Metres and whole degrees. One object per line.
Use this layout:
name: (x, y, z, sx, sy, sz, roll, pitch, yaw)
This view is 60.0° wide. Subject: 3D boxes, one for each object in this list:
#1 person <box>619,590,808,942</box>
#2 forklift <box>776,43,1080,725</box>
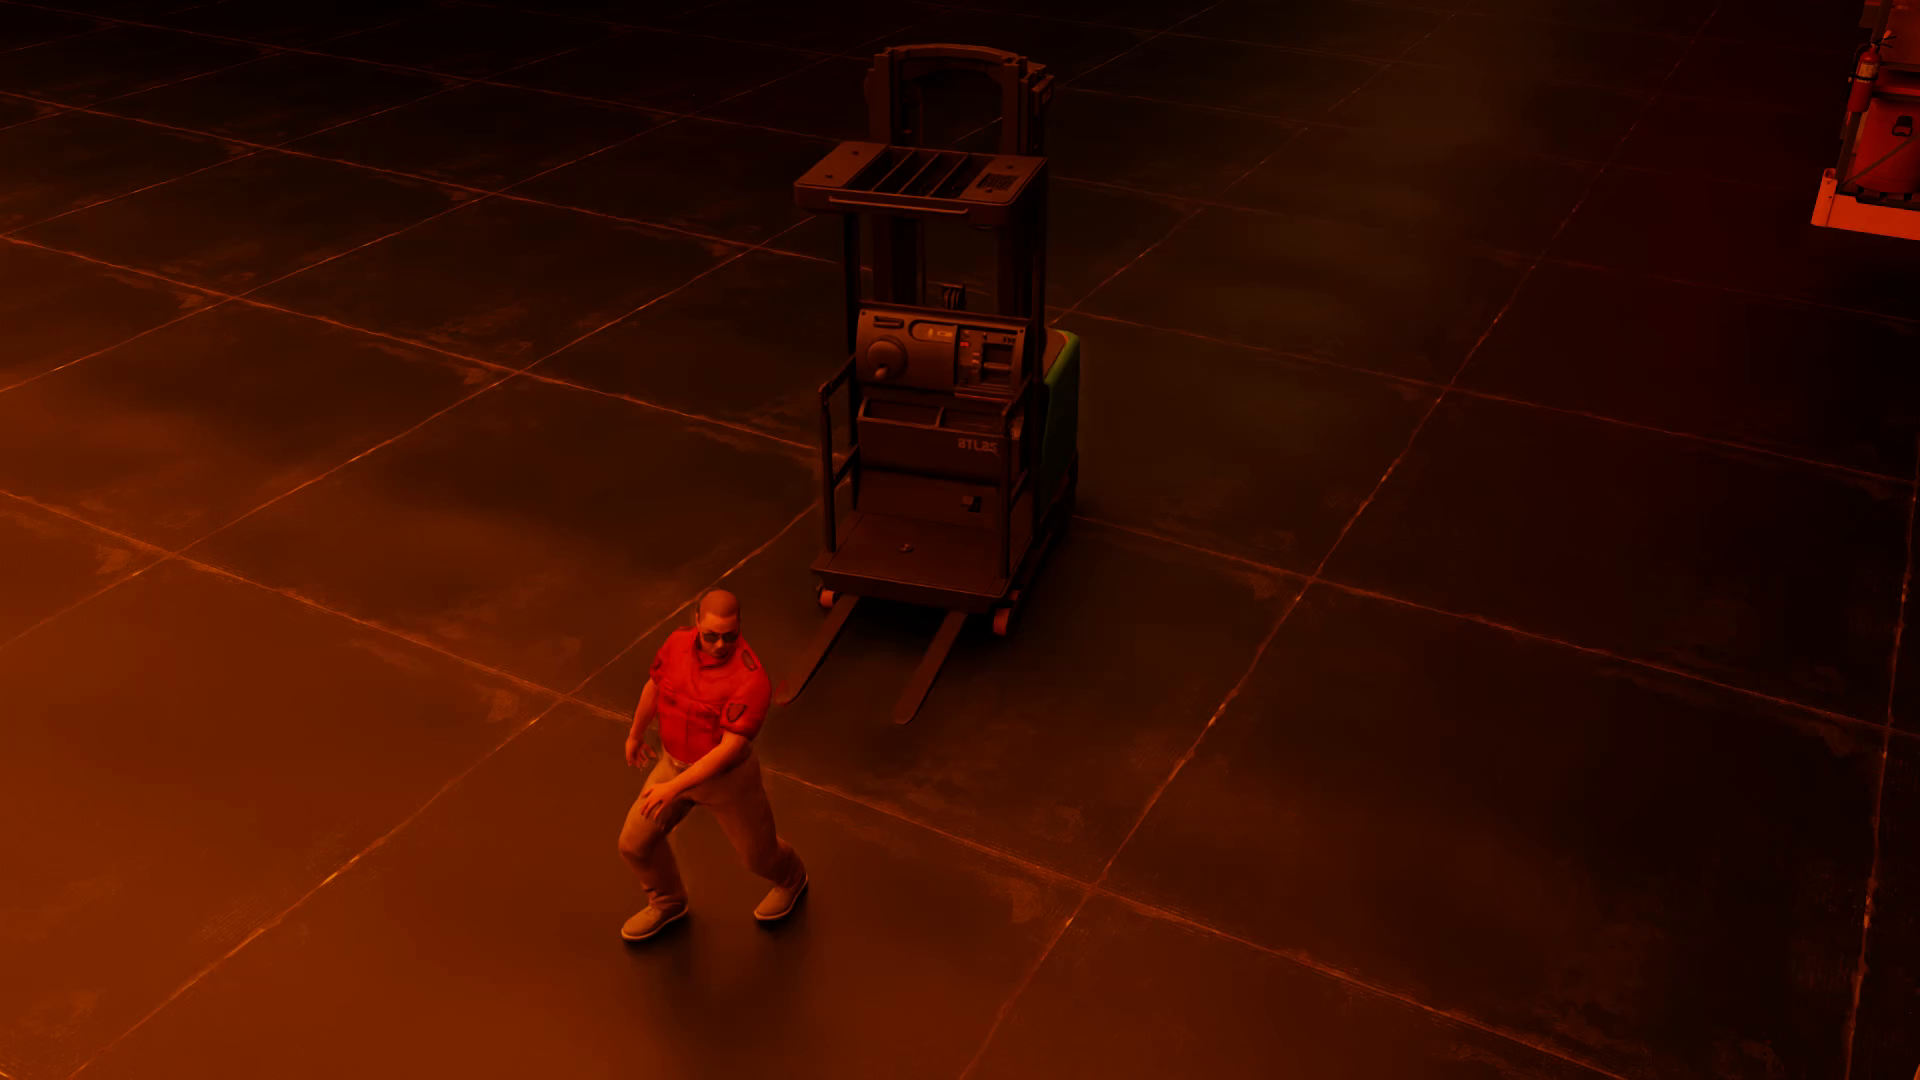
person: (-1.093, 0.931, 6.745, 0.722, 1.639, 0.812, 13, 33, 22)
forklift: (-0.163, -0.959, 8.732, 1.130, 2.935, 3.031, 8, 31, 14)
